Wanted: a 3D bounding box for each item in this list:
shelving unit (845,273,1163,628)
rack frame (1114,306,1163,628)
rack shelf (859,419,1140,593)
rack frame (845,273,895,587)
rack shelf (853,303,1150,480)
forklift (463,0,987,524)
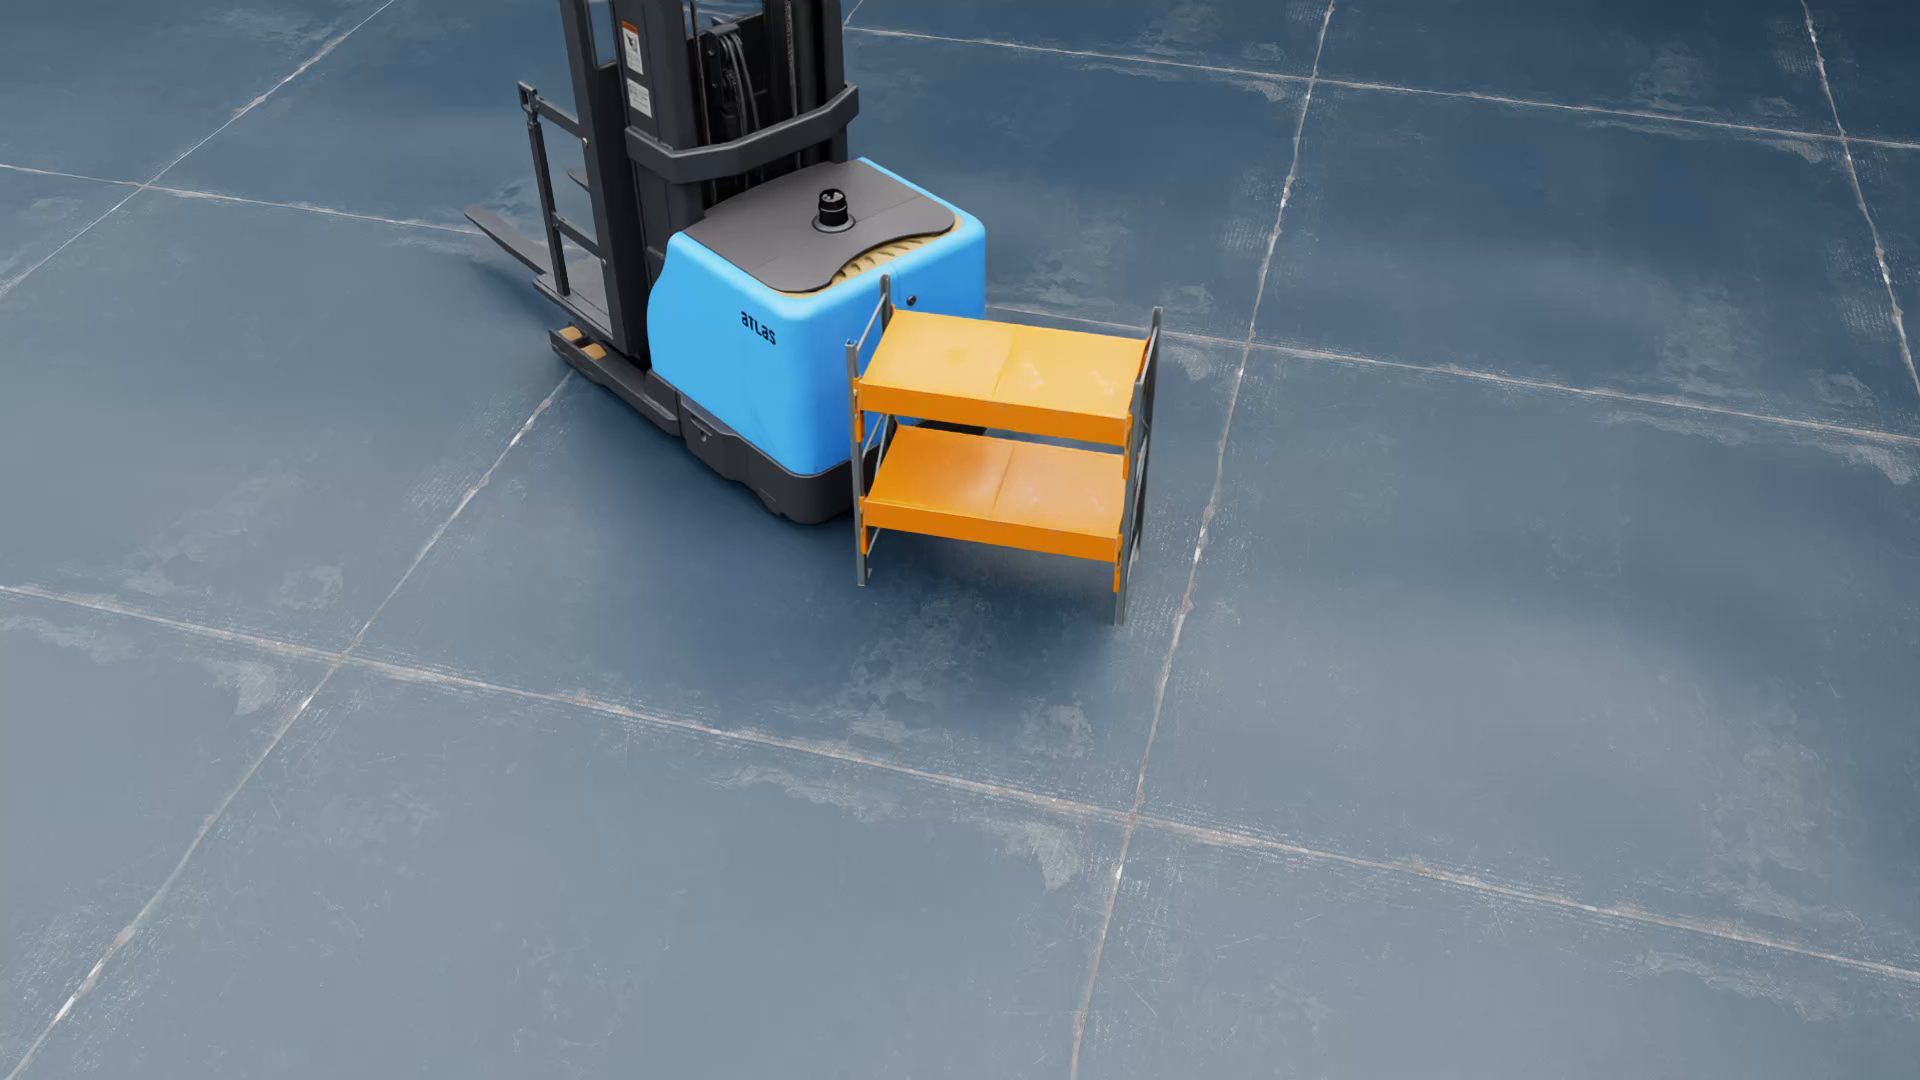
[{"bbox_3d":[0.165,-0.329,6.267,1.048,1.125,0.538,9,41,10],"label":"shelving unit"},{"bbox_3d":[0.660,-0.255,6.178,0.032,1.125,0.500,9,41,10],"label":"rack frame"},{"bbox_3d":[0.165,-0.142,6.424,1.000,0.278,0.538,9,41,10],"label":"rack shelf"},{"bbox_3d":[-0.330,-0.403,6.355,0.032,1.125,0.500,9,41,10],"label":"rack frame"},{"bbox_3d":[0.165,-0.553,6.079,1.000,0.278,0.538,9,41,10],"label":"rack shelf"},{"bbox_3d":[-1.246,-2.050,6.912,1.130,2.935,3.031,-30,49,-31],"label":"forklift"}]
